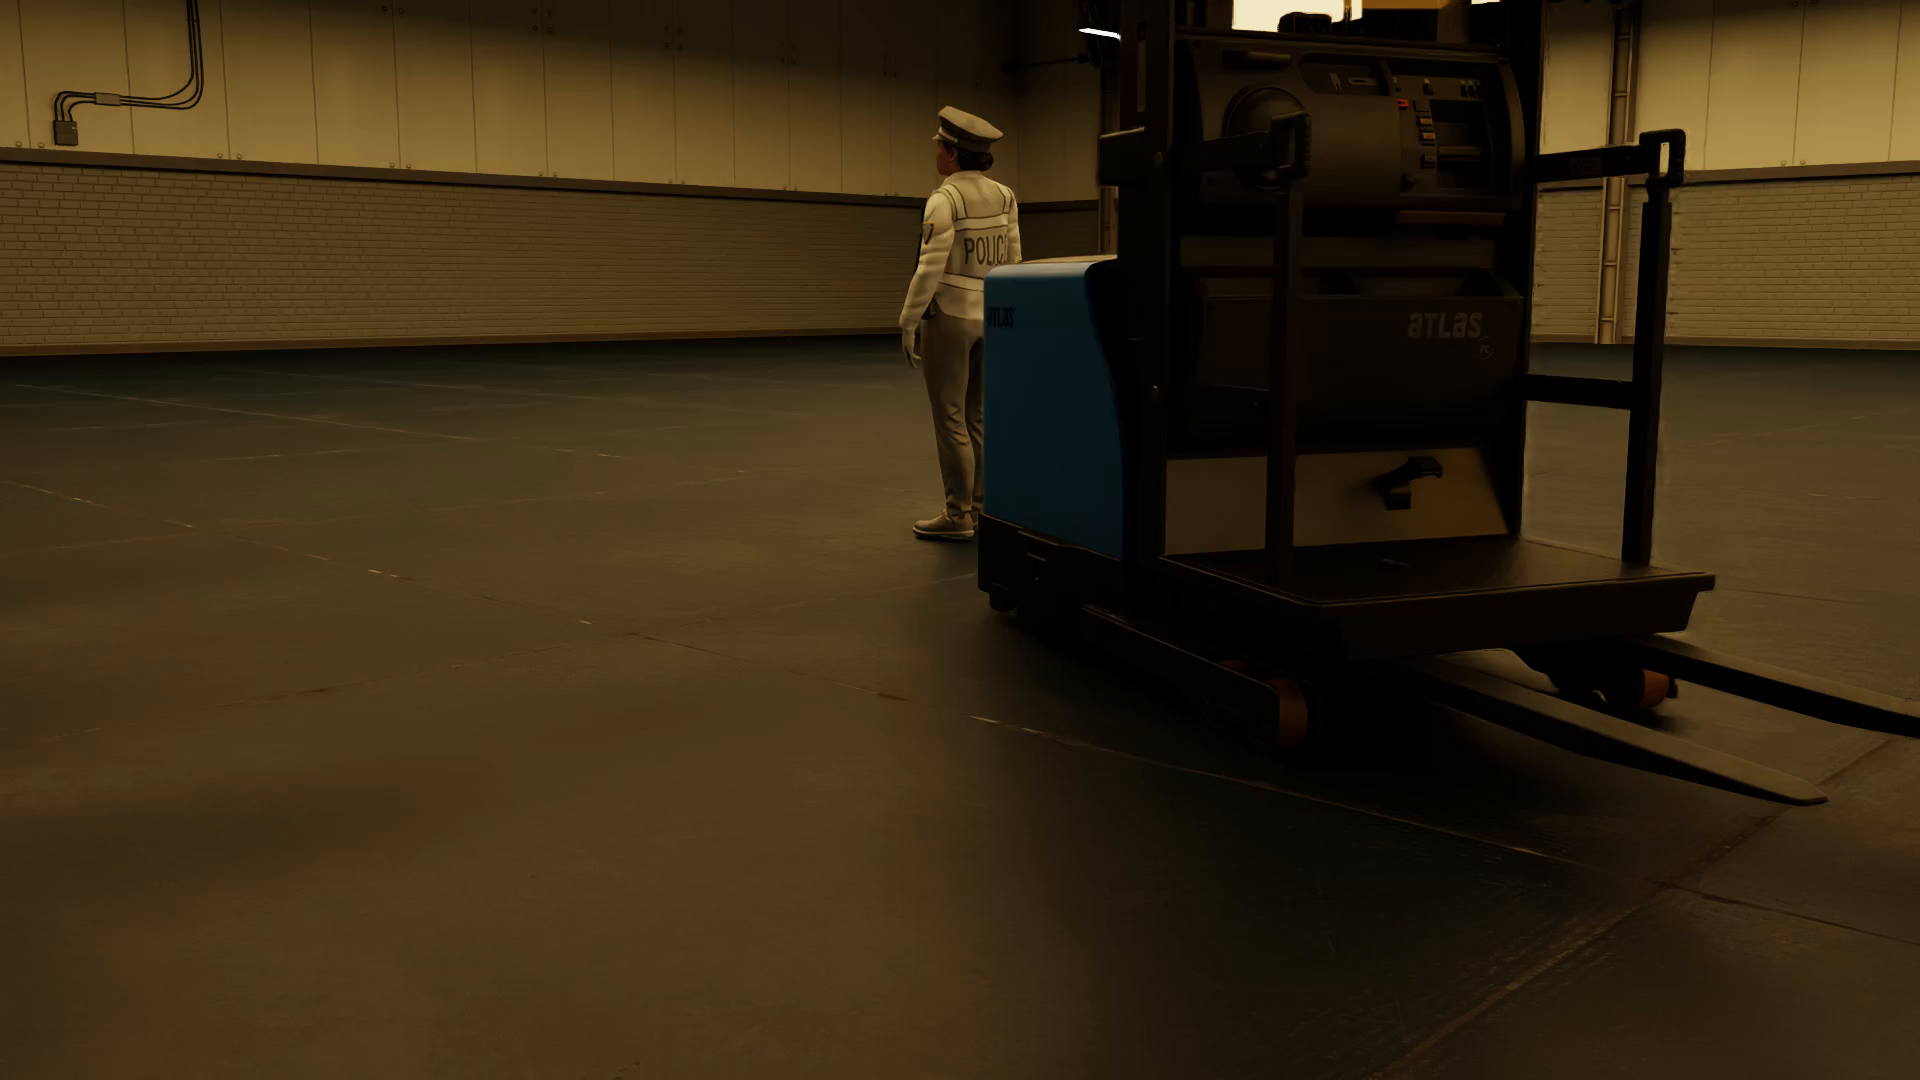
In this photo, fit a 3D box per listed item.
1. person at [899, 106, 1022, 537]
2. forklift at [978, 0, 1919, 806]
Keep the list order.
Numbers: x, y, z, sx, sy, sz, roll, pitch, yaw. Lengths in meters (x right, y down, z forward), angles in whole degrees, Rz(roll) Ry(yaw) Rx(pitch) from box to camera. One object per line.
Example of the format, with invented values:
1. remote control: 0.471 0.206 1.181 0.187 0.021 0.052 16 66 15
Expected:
1. person: -0.044 -0.853 6.642 0.532 1.694 0.586 8 12 43
2. forklift: 1.057 -1.055 3.878 1.130 2.935 3.031 -3 9 -21
